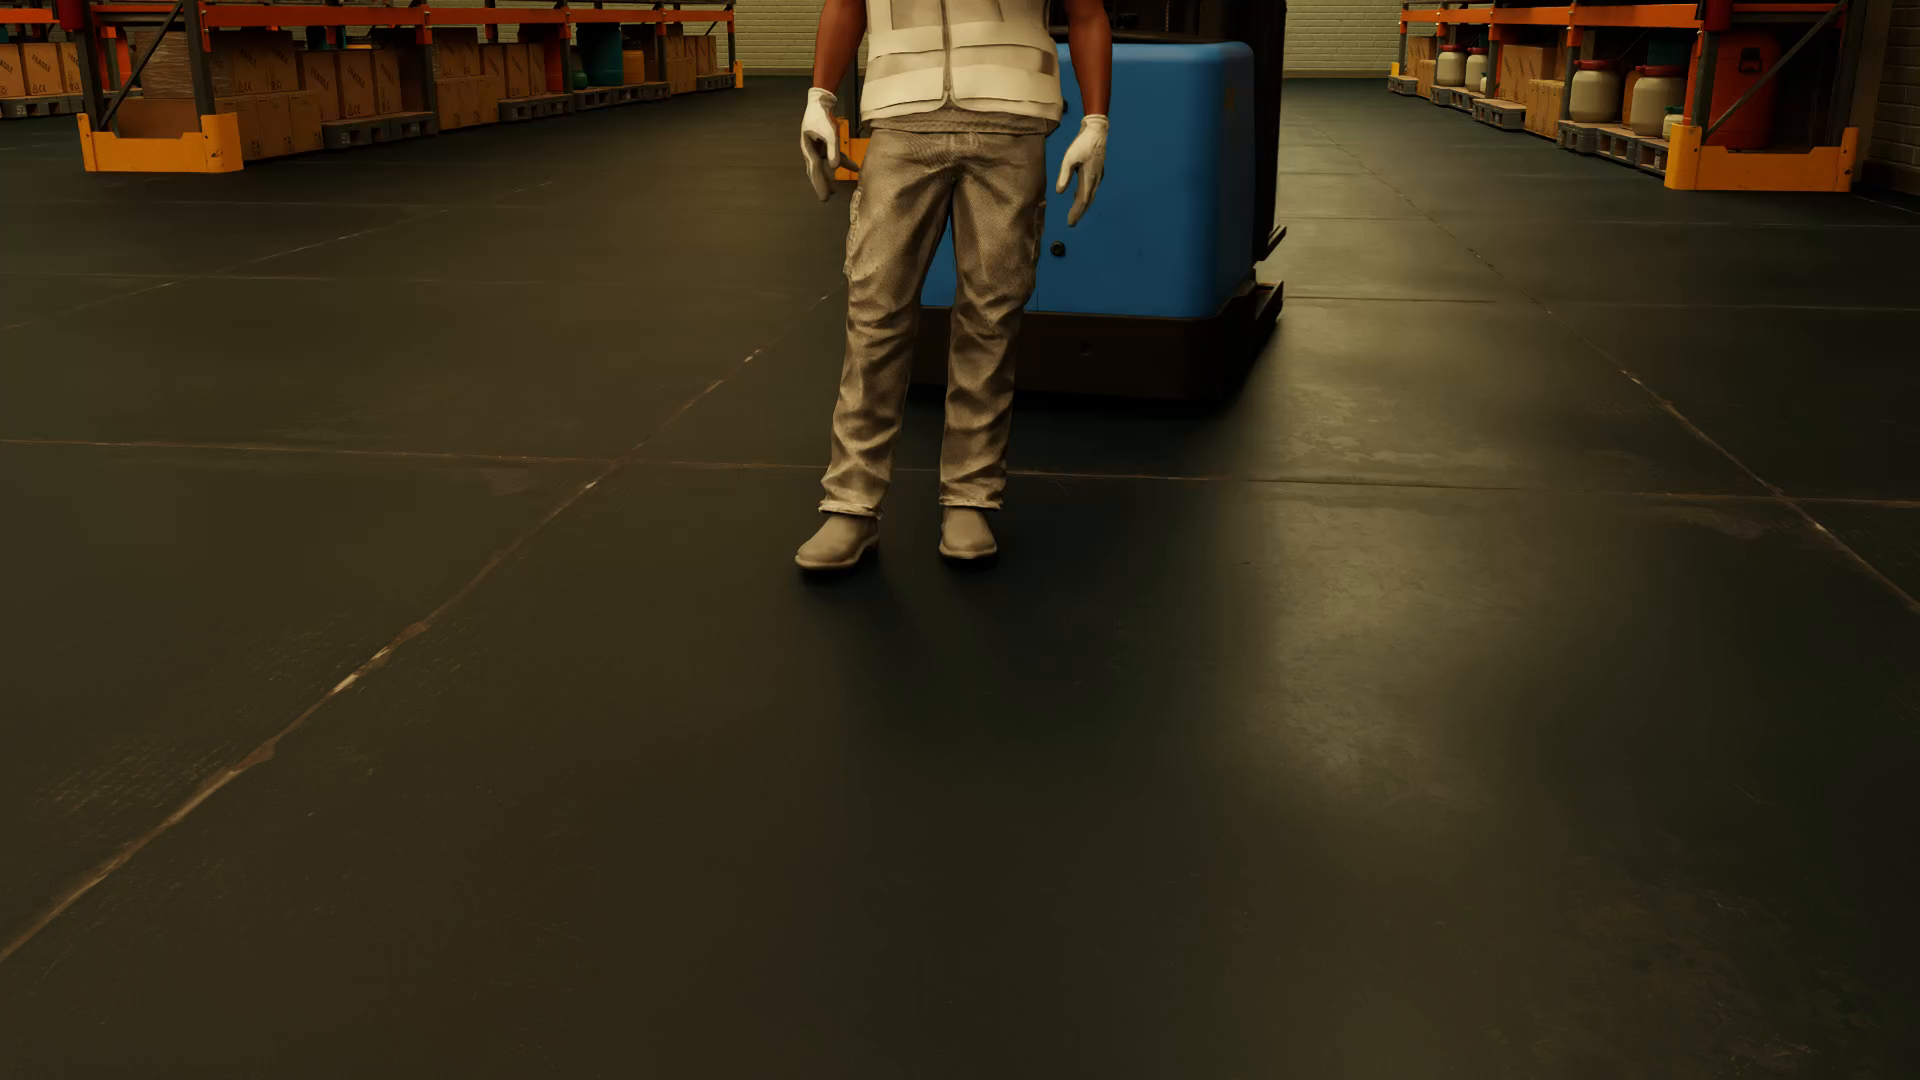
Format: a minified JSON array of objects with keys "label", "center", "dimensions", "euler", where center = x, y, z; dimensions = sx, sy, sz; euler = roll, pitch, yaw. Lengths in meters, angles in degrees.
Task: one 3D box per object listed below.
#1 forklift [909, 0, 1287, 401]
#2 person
[{"label":"forklift","center":[0.644,-2.214,5.973],"dimensions":[1.130,2.935,3.031],"euler":[5,18,15]},{"label":"person","center":[-0.017,-0.836,3.488],"dimensions":[0.657,1.785,0.575],"euler":[2,18,7]}]
